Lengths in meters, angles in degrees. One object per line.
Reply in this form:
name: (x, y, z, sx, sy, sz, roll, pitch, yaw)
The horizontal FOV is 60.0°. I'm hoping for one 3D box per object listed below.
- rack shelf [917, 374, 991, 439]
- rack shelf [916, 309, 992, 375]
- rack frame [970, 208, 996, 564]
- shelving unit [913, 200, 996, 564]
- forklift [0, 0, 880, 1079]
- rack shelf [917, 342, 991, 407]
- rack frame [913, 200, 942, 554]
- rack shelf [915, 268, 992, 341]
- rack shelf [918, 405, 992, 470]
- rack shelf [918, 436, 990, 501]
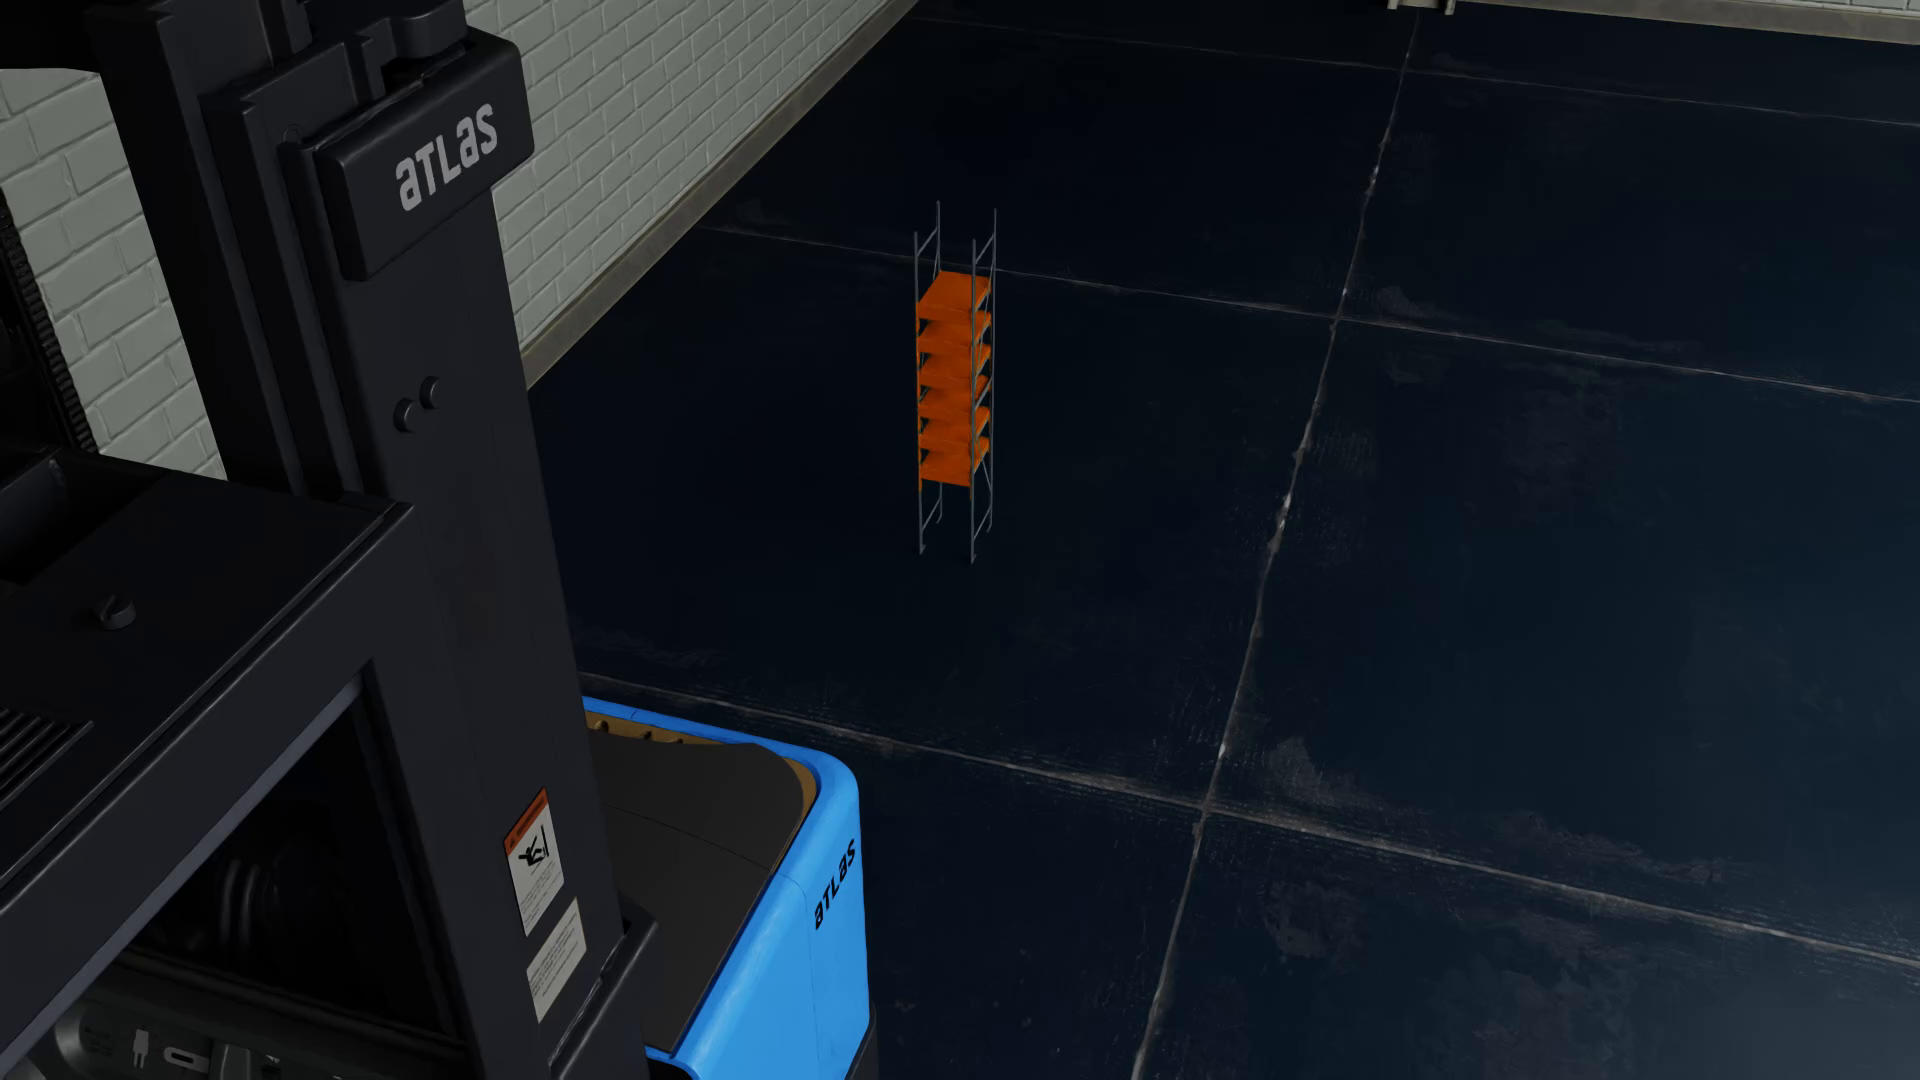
rack shelf: (-0.014, -0.450, 5.424, 0.180, 0.103, 0.258, 10, 38, 14)
rack shelf: (-0.014, -0.643, 5.282, 0.180, 0.103, 0.258, 10, 38, 14)
rack frame: (0.074, -0.470, 5.376, 0.006, 1.200, 0.240, 10, 38, 14)
shelving unit: (-0.014, -0.486, 5.398, 0.189, 1.200, 0.258, 10, 38, 14)
forklift: (-1.132, 0.864, 2.103, 1.130, 2.935, 3.031, 11, 38, 15)
rack shelf: (-0.014, -0.547, 5.353, 0.180, 0.103, 0.258, 10, 38, 14)
rack frame: (-0.101, -0.502, 5.420, 0.006, 1.200, 0.240, 10, 38, 14)
rack shelf: (-0.014, -0.740, 5.211, 0.180, 0.103, 0.258, 10, 38, 14)
rack shelf: (-0.014, -0.353, 5.495, 0.180, 0.103, 0.258, 10, 38, 14)
rack shelf: (-0.014, -0.257, 5.566, 0.180, 0.103, 0.258, 10, 38, 14)
